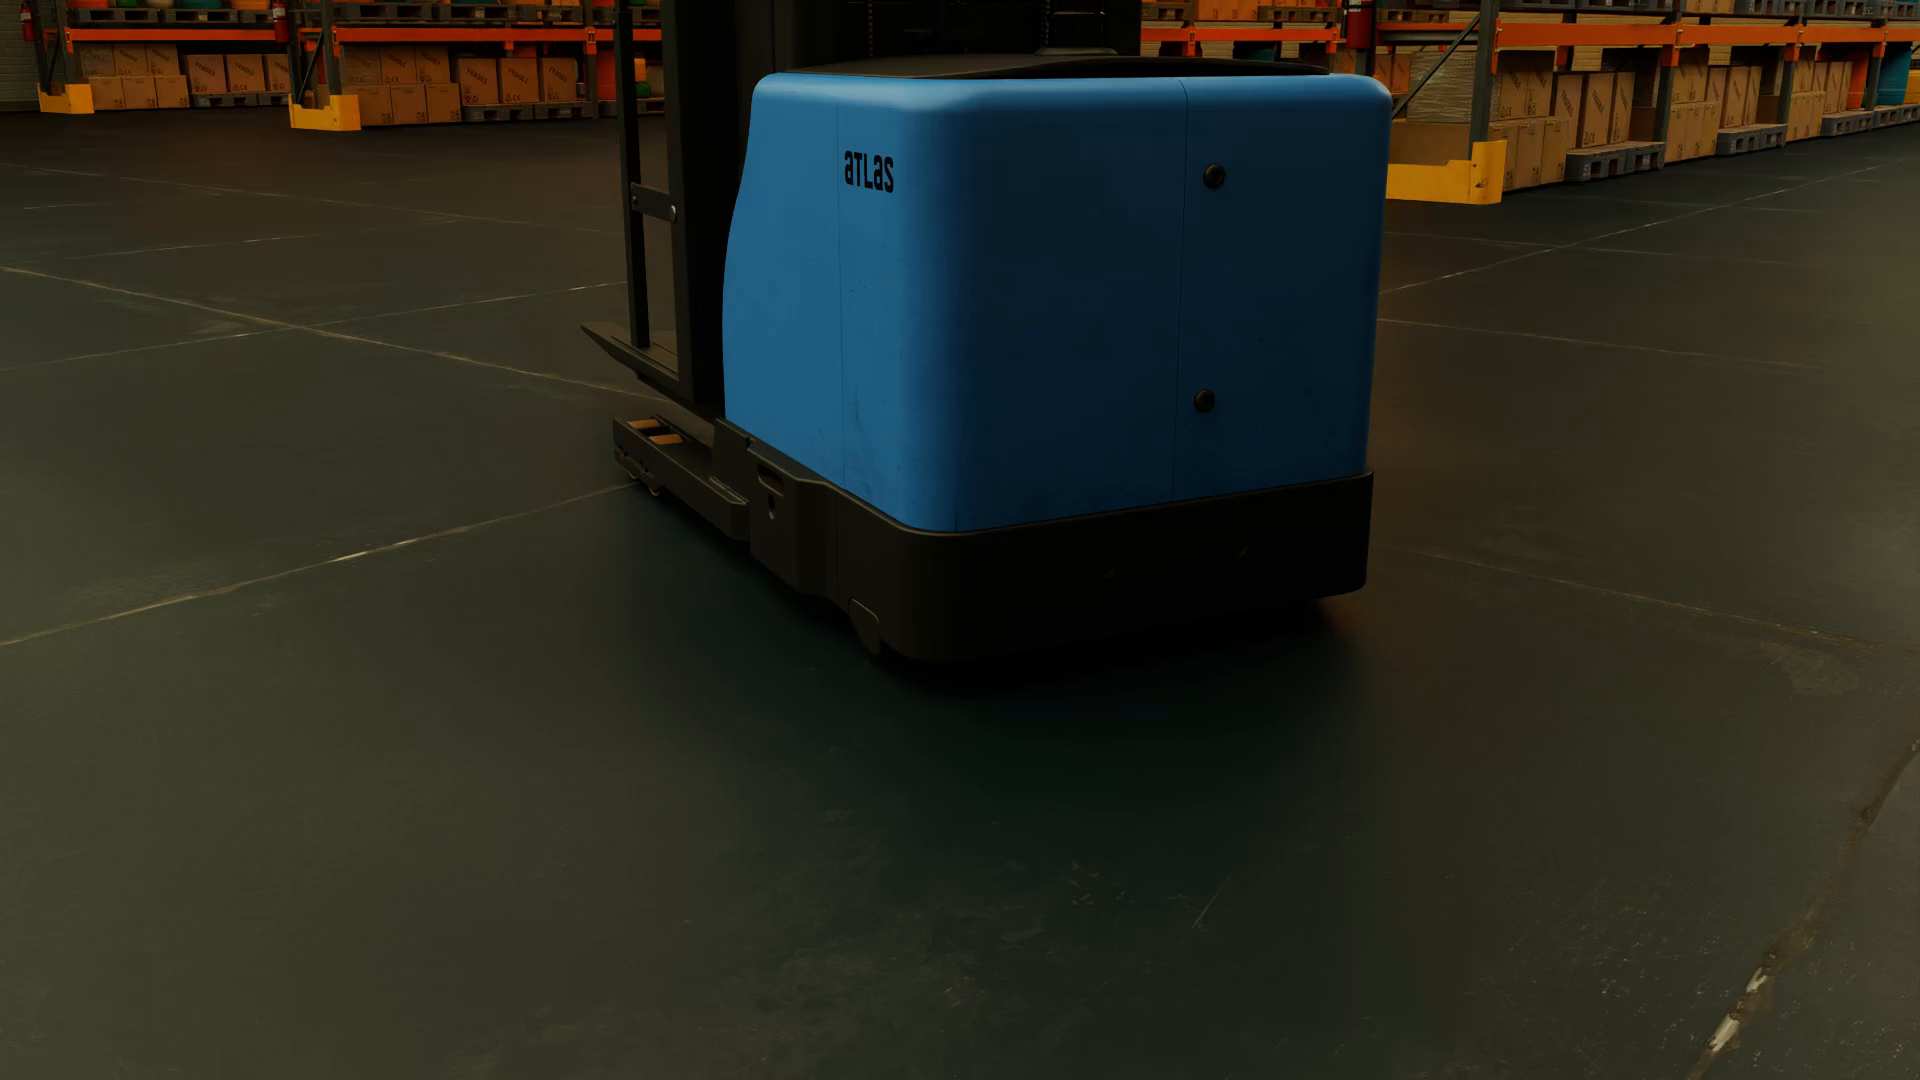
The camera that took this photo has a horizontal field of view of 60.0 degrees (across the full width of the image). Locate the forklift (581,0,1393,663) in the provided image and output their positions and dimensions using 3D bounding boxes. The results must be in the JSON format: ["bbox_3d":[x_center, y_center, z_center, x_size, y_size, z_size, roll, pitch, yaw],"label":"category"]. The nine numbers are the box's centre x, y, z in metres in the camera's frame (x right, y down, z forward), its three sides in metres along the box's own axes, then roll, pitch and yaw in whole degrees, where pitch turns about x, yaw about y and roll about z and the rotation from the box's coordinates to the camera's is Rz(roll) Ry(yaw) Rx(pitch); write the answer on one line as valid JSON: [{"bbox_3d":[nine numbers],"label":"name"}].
[{"bbox_3d":[-0.280,-1.564,4.047,1.130,2.935,3.031,-8,19,-26],"label":"forklift"}]
